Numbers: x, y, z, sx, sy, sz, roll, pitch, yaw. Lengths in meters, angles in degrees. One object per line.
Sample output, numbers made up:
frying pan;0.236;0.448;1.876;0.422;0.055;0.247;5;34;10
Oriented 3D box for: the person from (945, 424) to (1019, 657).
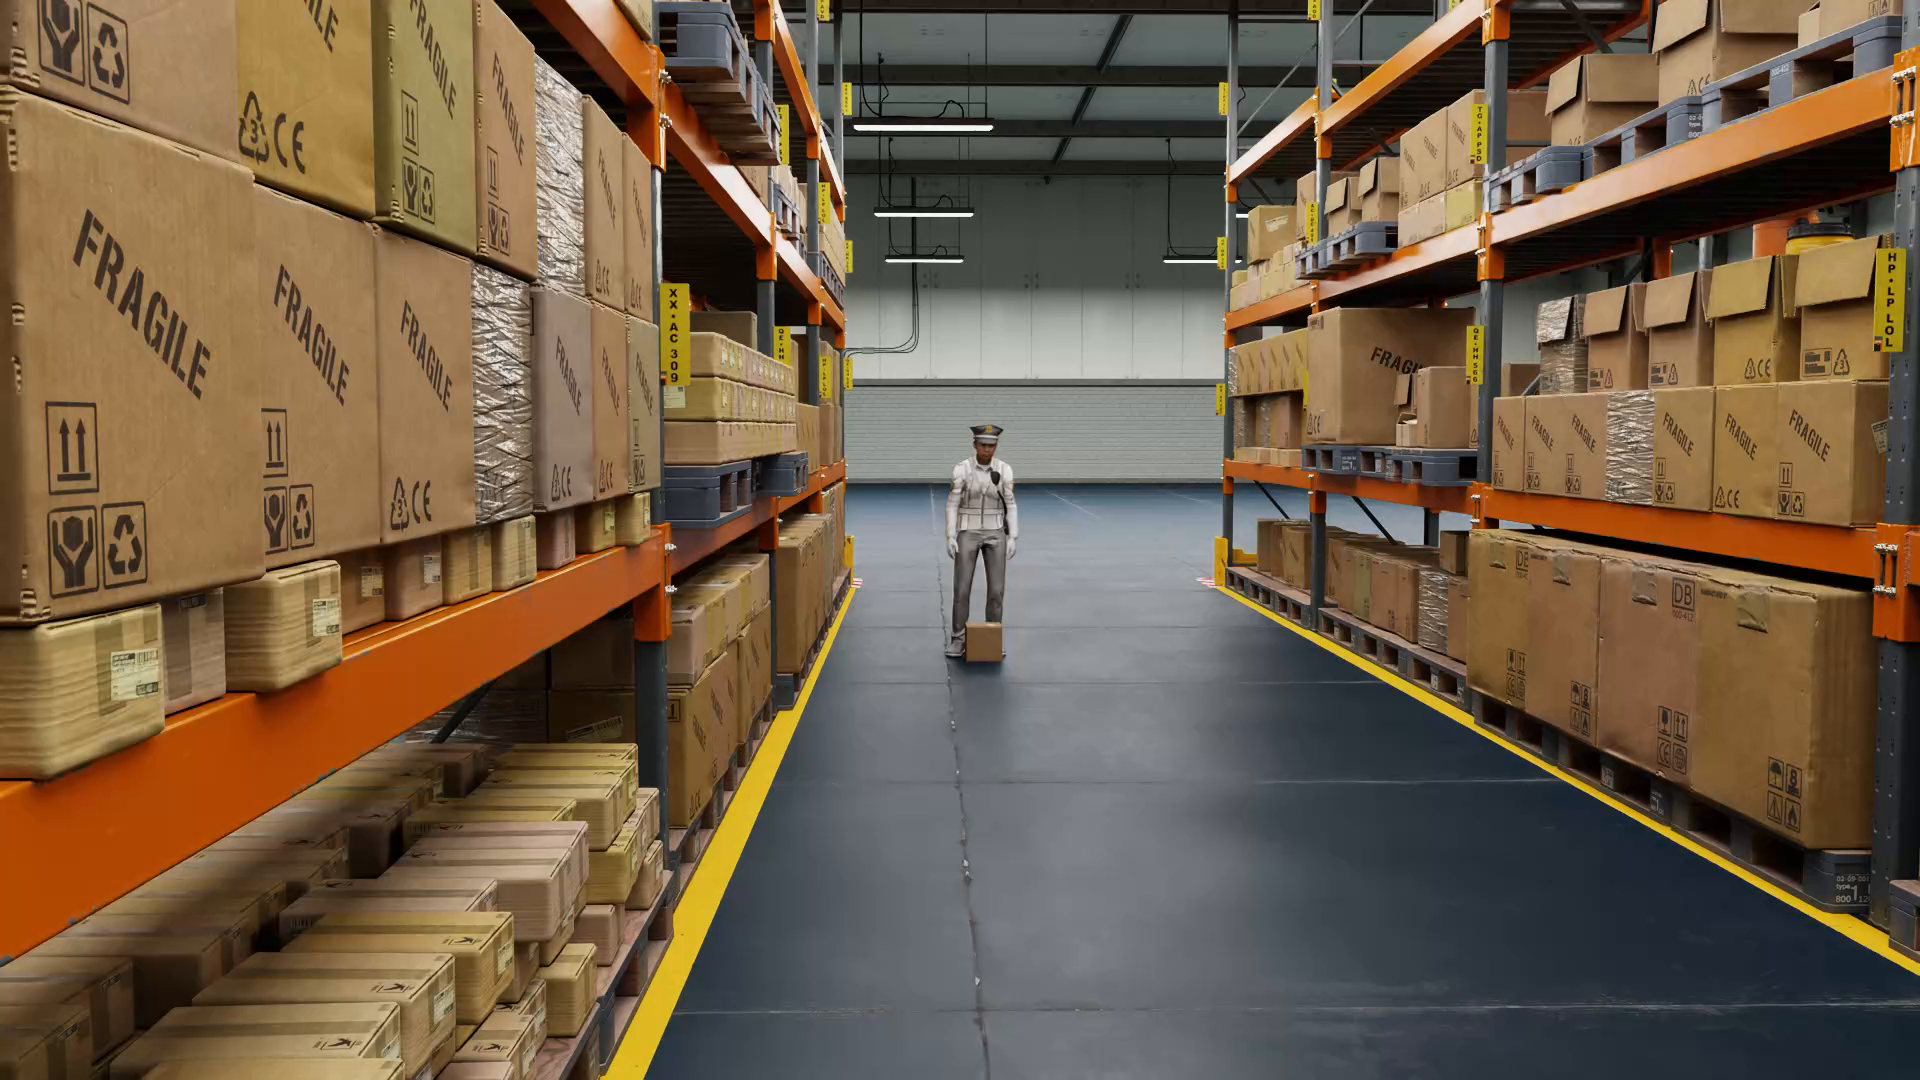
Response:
person;0.156;0.001;11.956;0.537;1.662;0.373;0;4;-5
